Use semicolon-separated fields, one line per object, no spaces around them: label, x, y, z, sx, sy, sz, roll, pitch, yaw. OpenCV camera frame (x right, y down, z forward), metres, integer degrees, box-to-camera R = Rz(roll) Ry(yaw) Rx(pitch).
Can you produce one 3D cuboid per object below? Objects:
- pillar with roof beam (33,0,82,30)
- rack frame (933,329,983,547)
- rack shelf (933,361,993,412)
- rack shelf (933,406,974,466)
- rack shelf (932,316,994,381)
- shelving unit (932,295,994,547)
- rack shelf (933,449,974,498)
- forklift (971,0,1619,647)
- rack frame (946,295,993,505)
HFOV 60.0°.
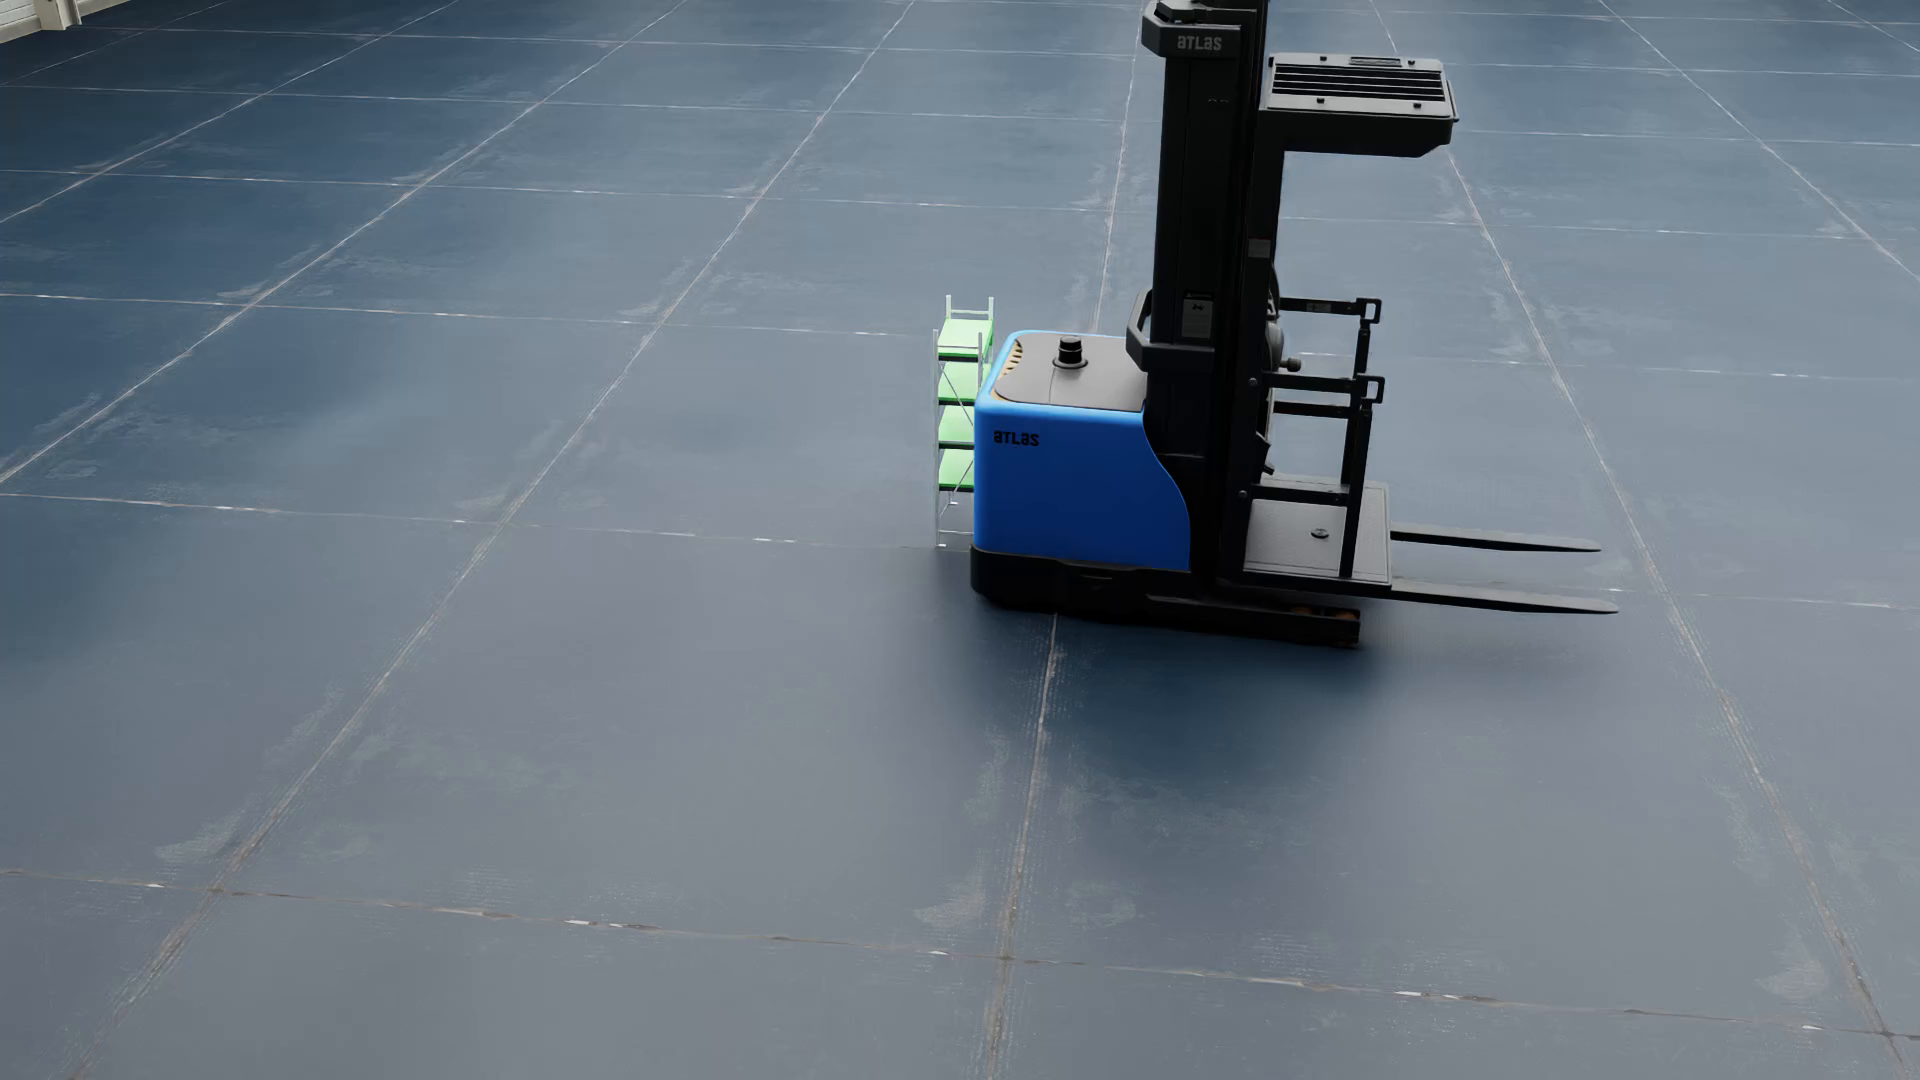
pillar with roof beam;-6.805;-10.037;17.893;9.100;9.000;0.400;3;28;6
rack frame;-0.010;-0.491;8.397;0.240;1.200;0.015;3;28;6
rack shelf;0.020;-0.761;8.527;0.258;0.148;0.480;3;28;6
rack shelf;0.020;-0.550;8.640;0.258;0.148;0.480;3;28;6
rack shelf;0.020;-0.972;8.413;0.258;0.148;0.480;3;28;6
shelving unit;0.020;-0.606;8.610;0.258;1.200;0.503;3;28;6
rack shelf;0.020;-0.339;8.754;0.258;0.148;0.480;3;28;6
forklift;1.623;-1.064;7.635;3.031;2.935;1.130;6;29;10
rack frame;0.050;-0.721;8.823;0.240;1.200;0.015;3;28;6
